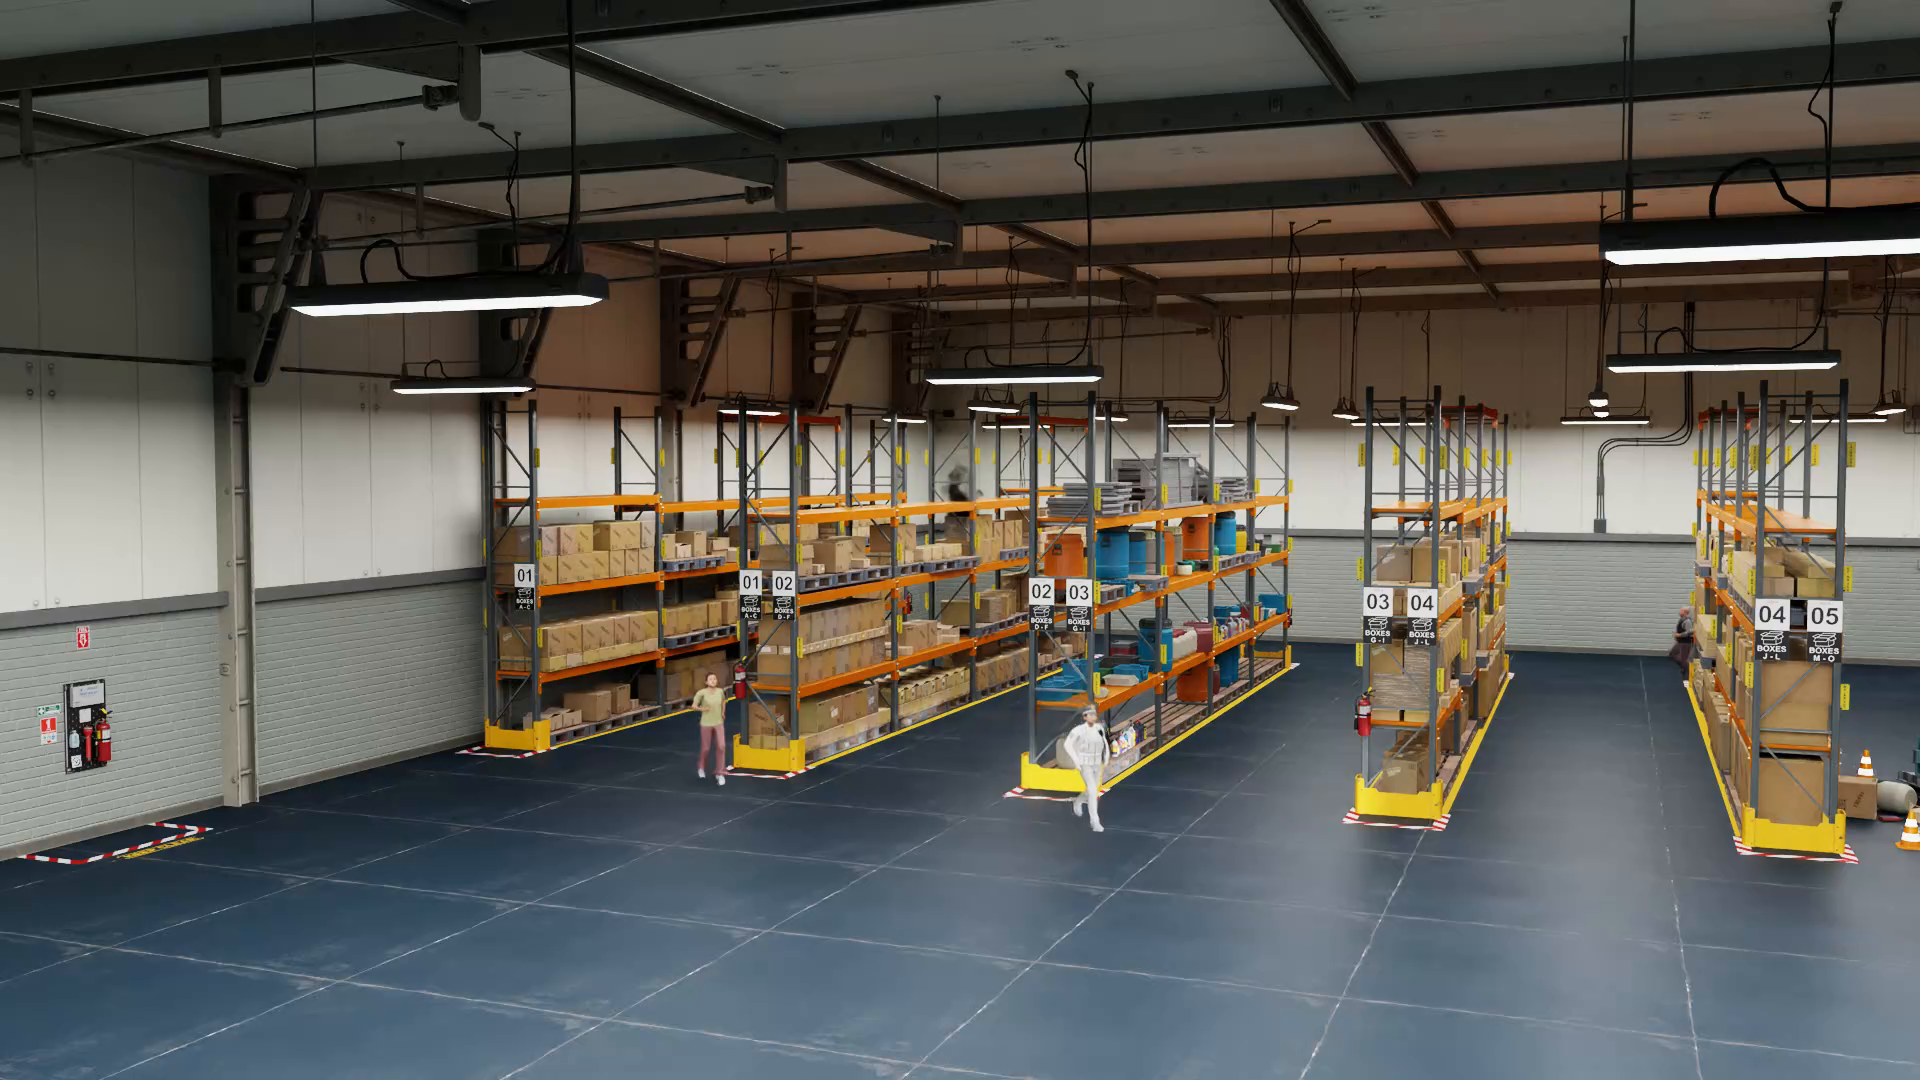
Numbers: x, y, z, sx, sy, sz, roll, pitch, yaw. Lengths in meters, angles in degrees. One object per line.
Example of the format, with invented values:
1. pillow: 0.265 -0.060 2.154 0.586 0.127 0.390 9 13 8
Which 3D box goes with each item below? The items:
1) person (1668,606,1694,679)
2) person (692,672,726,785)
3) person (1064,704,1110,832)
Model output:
1. person: 16.352 2.320 37.549 0.594 1.664 0.661 1 3 10
2. person: -3.847 2.881 25.660 0.584 1.691 0.854 -1 3 -23
3. person: 1.736 3.060 22.585 0.632 1.694 0.797 -2 3 -30
